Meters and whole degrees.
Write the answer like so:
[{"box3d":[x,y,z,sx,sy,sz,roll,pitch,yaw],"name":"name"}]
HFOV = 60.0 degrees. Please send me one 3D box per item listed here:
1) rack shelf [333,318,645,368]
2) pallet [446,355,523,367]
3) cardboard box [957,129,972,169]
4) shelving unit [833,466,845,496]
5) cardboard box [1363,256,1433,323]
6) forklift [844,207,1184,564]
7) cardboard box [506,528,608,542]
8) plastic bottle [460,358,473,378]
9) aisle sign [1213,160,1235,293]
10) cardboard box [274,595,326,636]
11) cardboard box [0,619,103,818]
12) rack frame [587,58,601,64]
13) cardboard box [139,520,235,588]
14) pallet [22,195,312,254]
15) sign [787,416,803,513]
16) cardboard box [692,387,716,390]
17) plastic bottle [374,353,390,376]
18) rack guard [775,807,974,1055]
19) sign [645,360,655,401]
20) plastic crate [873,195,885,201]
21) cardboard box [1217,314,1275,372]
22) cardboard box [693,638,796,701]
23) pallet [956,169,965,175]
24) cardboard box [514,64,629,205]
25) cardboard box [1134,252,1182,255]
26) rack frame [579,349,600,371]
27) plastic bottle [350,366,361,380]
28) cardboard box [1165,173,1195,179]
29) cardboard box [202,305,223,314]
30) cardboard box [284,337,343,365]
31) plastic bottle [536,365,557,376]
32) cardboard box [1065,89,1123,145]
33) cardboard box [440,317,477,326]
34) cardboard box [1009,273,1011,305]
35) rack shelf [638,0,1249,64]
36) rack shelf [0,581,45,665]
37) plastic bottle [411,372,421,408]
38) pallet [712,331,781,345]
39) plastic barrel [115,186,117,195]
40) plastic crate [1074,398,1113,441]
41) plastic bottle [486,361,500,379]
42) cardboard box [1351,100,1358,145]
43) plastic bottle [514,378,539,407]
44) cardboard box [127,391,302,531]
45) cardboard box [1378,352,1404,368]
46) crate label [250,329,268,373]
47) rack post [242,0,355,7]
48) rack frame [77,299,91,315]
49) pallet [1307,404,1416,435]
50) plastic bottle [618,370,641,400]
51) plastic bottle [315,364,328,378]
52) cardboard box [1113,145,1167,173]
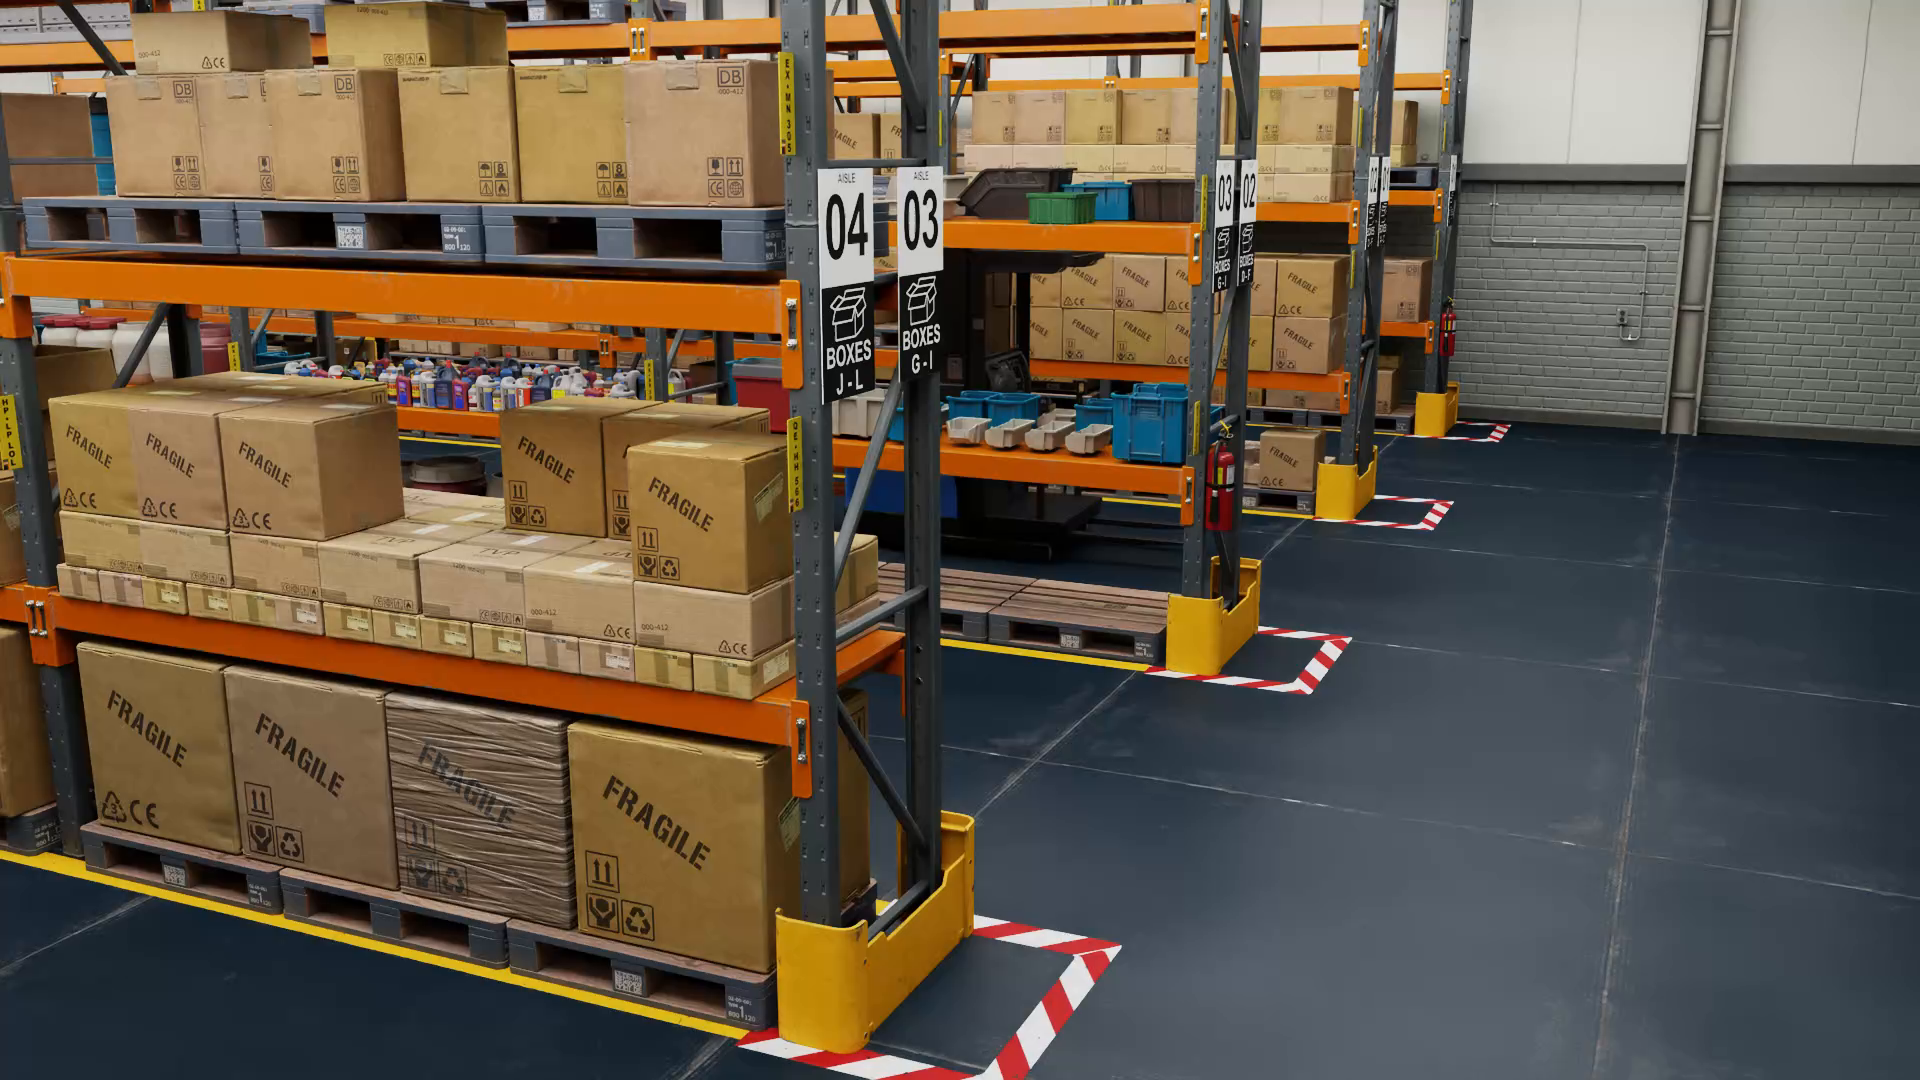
[{"box3d":[-5.462,-2.337,19.224,4.000,0.370,1.077,6,14,23],"name":"rack shelf"},{"box3d":[-7.035,-2.717,25.373,1.213,0.211,1.003,6,14,23],"name":"pallet"},{"box3d":[0.300,-5.093,21.644,0.500,0.500,0.700,6,14,23],"name":"cardboard box"},{"box3d":[-1.077,-0.679,14.523,0.503,1.200,0.258,5,14,21],"name":"shelving unit"},{"box3d":[5.214,-2.988,19.767,0.700,0.700,0.980,7,15,26],"name":"cardboard box"},{"box3d":[0.584,-1.374,13.693,3.031,2.935,1.130,5,14,21],"name":"forklift"},{"box3d":[-1.600,0.040,7.195,0.500,0.250,0.500,5,14,21],"name":"cardboard box"},{"box3d":[-4.056,-1.357,13.728,0.133,0.283,0.061,6,14,23],"name":"plastic bottle"},{"box3d":[1.618,-1.926,10.205,0.004,0.787,0.394,6,14,23],"name":"aisle sign"},{"box3d":[-2.671,0.275,7.065,0.250,0.149,0.380,6,14,24],"name":"cardboard box"},{"box3d":[-4.585,0.711,8.389,0.875,0.875,1.225,6,14,23],"name":"cardboard box"},{"box3d":[-3.633,-5.423,17.668,0.127,3.000,1.000,6,14,23],"name":"rack frame"},{"box3d":[-3.216,0.010,7.324,0.500,0.250,0.500,6,14,23],"name":"cardboard box"},{"box3d":[-3.248,-1.403,7.295,1.213,0.211,1.003,6,14,23],"name":"pallet"},{"box3d":[-0.567,-0.260,5.745,0.005,0.325,0.100,6,14,23],"name":"sign"},{"box3d":[-2.683,-1.462,18.429,0.500,0.500,0.500,6,15,25],"name":"cardboard box"},{"box3d":[-4.890,-1.442,14.088,0.133,0.283,0.061,6,14,23],"name":"plastic bottle"},{"box3d":[-0.313,1.526,6.658,0.348,0.500,1.175,6,14,23],"name":"rack guard"},{"box3d":[-2.210,-1.118,11.848,0.005,0.325,0.100,6,14,23],"name":"sign"},{"box3d":[-0.669,-2.392,11.893,0.466,0.136,0.293,6,14,23],"name":"plastic crate"},{"box3d":[2.685,-1.843,15.323,0.500,0.500,0.500,6,14,24],"name":"cardboard box"},{"box3d":[-0.794,0.465,6.258,0.250,0.149,0.380,6,15,24],"name":"cardboard box"},{"box3d":[0.003,-4.754,21.798,1.213,0.211,1.003,7,15,26],"name":"pallet"},{"box3d":[-1.298,-1.570,6.455,0.500,0.500,0.700,5,14,21],"name":"cardboard box"},{"box3d":[1.981,-2.535,16.083,0.500,0.500,0.500,6,14,23],"name":"cardboard box"},{"box3d":[-5.288,-3.908,24.341,0.127,3.000,1.000,6,14,23],"name":"rack frame"},{"box3d":[-4.836,-1.251,13.304,0.097,0.271,0.097,0,13,0],"name":"plastic bottle"},{"box3d":[2.189,-3.234,15.233,0.500,0.250,0.500,6,14,23],"name":"cardboard box"},{"box3d":[-9.110,-3.103,20.693,0.500,0.500,0.700,6,15,25],"name":"cardboard box"},{"box3d":[-8.048,-2.256,20.763,0.500,0.500,0.500,6,14,23],"name":"cardboard box"},{"box3d":[-3.313,-1.267,13.361,0.135,0.276,0.152,6,14,23],"name":"plastic bottle"},{"box3d":[1.343,-3.970,15.635,0.500,0.500,0.700,6,14,23],"name":"cardboard box"},{"box3d":[-5.655,-2.752,19.197,0.500,0.500,0.500,6,14,23],"name":"cardboard box"},{"box3d":[0.341,-2.565,16.214,0.500,0.500,0.500,6,15,25],"name":"cardboard box"},{"box3d":[-0.157,-3.289,11.022,4.000,0.370,1.077,6,14,23],"name":"rack shelf"},{"box3d":[-5.821,0.102,8.830,4.000,0.370,1.077,6,14,23],"name":"rack shelf"},{"box3d":[-4.228,-1.175,12.976,0.097,0.271,0.097,0,13,0],"name":"plastic bottle"},{"box3d":[-1.853,-2.230,17.612,1.213,0.211,1.003,6,14,23],"name":"pallet"},{"box3d":[-6.900,-2.930,13.912,0.301,0.262,0.301,0,13,0],"name":"plastic barrel"},{"box3d":[0.977,-0.828,11.453,0.300,0.233,0.416,6,14,23],"name":"plastic crate"},{"box3d":[-3.789,-1.315,13.549,0.133,0.283,0.061,6,14,23],"name":"plastic bottle"},{"box3d":[4.451,-4.862,19.392,0.500,0.500,0.500,6,15,25],"name":"cardboard box"},{"box3d":[-3.272,-1.087,12.593,0.135,0.276,0.152,6,14,23],"name":"plastic bottle"},{"box3d":[-3.211,-0.356,7.240,0.500,0.500,0.500,6,14,23],"name":"cardboard box"},{"box3d":[5.199,-2.175,20.089,0.250,0.149,0.380,6,14,24],"name":"cardboard box"},{"box3d":[-6.442,-1.634,14.574,0.616,0.435,0.502,6,14,23],"name":"crate label"},{"box3d":[-4.964,-4.294,13.020,0.937,0.300,0.954,6,14,23],"name":"rack post"},{"box3d":[-10.948,-3.243,21.508,0.127,3.000,1.000,6,14,23],"name":"rack frame"},{"box3d":[4.921,-1.497,20.174,1.213,0.211,1.003,6,14,23],"name":"pallet"},{"box3d":[-2.589,-1.194,13.048,0.135,0.276,0.152,6,14,23],"name":"plastic bottle"},{"box3d":[-5.096,-1.264,13.330,0.133,0.283,0.061,6,14,23],"name":"plastic bottle"},{"box3d":[1.735,-3.525,15.380,0.500,0.250,0.500,6,14,23],"name":"cardboard box"}]
